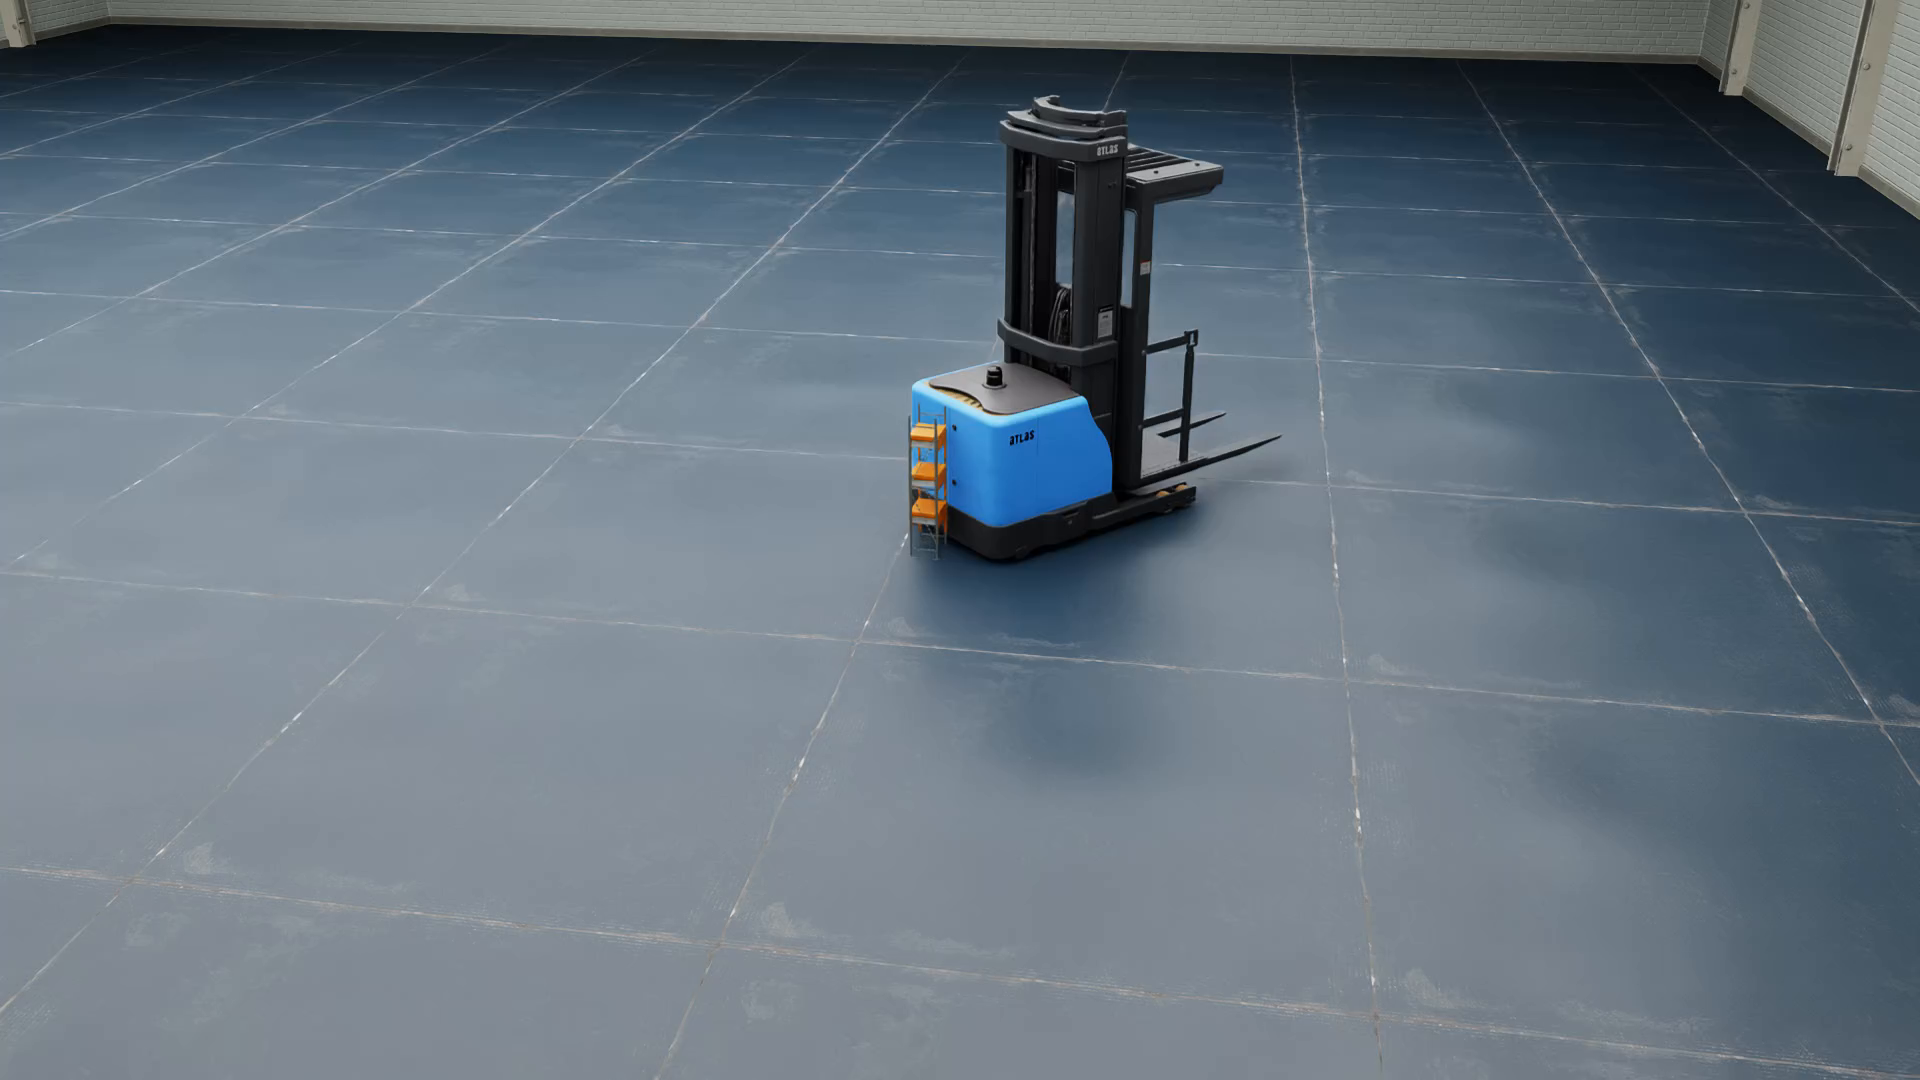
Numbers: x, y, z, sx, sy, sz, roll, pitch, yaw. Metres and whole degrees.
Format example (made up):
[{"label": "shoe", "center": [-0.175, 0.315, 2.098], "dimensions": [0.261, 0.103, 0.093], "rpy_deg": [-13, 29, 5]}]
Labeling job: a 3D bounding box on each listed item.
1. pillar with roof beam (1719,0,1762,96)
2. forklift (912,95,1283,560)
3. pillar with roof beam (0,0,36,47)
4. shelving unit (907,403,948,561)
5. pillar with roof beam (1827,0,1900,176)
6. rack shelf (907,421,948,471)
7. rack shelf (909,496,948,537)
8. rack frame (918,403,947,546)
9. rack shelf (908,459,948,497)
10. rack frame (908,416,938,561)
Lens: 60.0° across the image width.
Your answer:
[{"label": "pillar with roof beam", "center": [8.593, -11.813, 26.418], "dimensions": [9.100, 9.000, 0.400], "rpy_deg": [4, 25, 9]}, {"label": "forklift", "center": [1.126, -1.678, 11.922], "dimensions": [3.031, 2.935, 1.130], "rpy_deg": [-18, 30, -33]}, {"label": "pillar with roof beam", "center": [-13.989, -13.399, 29.806], "dimensions": [9.100, 9.000, 0.400], "rpy_deg": [4, 25, 9]}, {"label": "shelving unit", "center": [-0.219, -0.393, 11.396], "dimensions": [0.215, 1.050, 0.252], "rpy_deg": [6, 26, 13]}, {"label": "pillar with roof beam", "center": [7.613, -9.304, 21.057], "dimensions": [9.100, 9.000, 0.400], "rpy_deg": [4, 25, 9]}, {"label": "rack shelf", "center": [-0.219, -0.640, 11.280], "dimensions": [0.215, 0.259, 0.240], "rpy_deg": [6, 26, 13]}, {"label": "rack shelf", "center": [-0.219, -0.132, 11.518], "dimensions": [0.215, 0.259, 0.240], "rpy_deg": [6, 26, 13]}, {"label": "rack frame", "center": [-0.189, -0.443, 11.503], "dimensions": [0.200, 1.050, 0.008], "rpy_deg": [6, 26, 13]}, {"label": "rack shelf", "center": [-0.219, -0.383, 11.400], "dimensions": [0.215, 0.259, 0.240], "rpy_deg": [6, 26, 13]}, {"label": "rack frame", "center": [-0.249, -0.343, 11.288], "dimensions": [0.200, 1.050, 0.008], "rpy_deg": [6, 26, 13]}]
